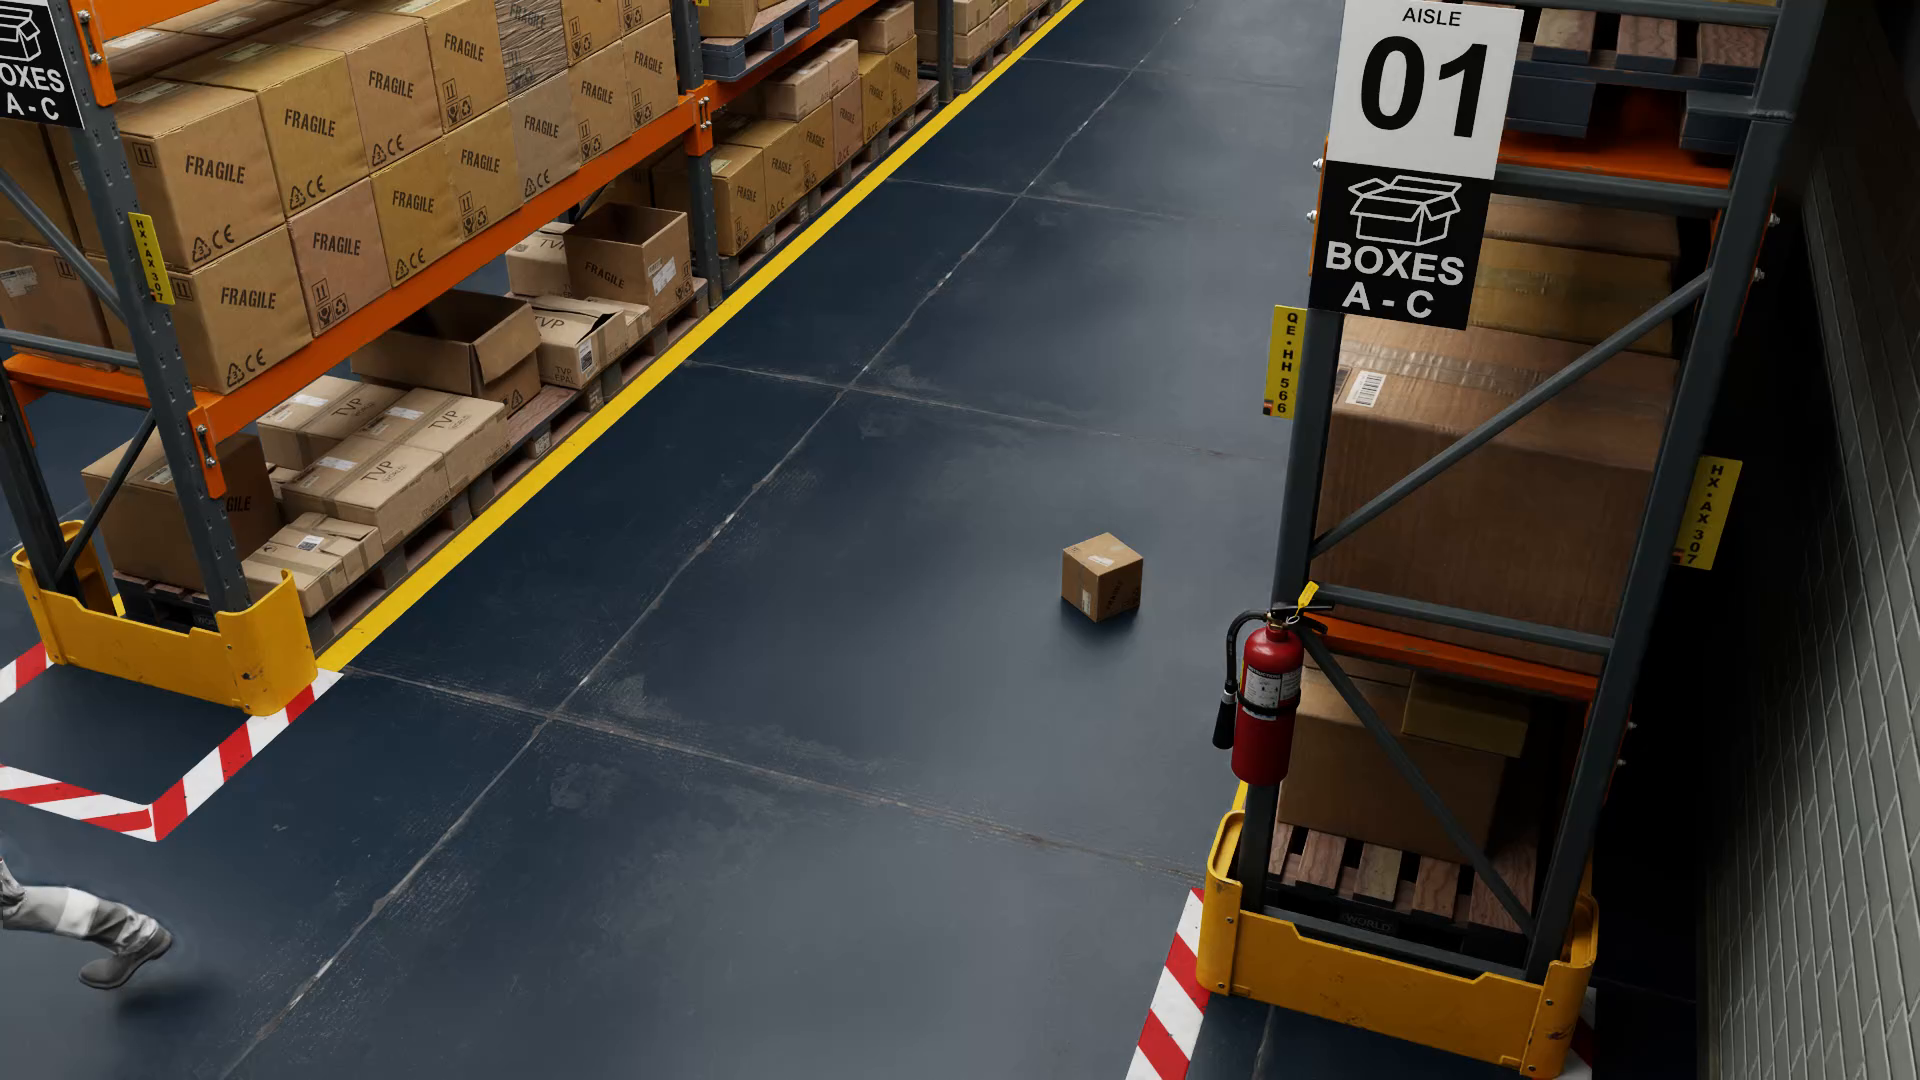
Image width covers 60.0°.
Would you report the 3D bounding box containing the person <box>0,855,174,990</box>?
[{"bbox_3d":[-2.985,0.863,4.791,1.018,1.749,0.526,-16,36,-24],"label":"person"}]
